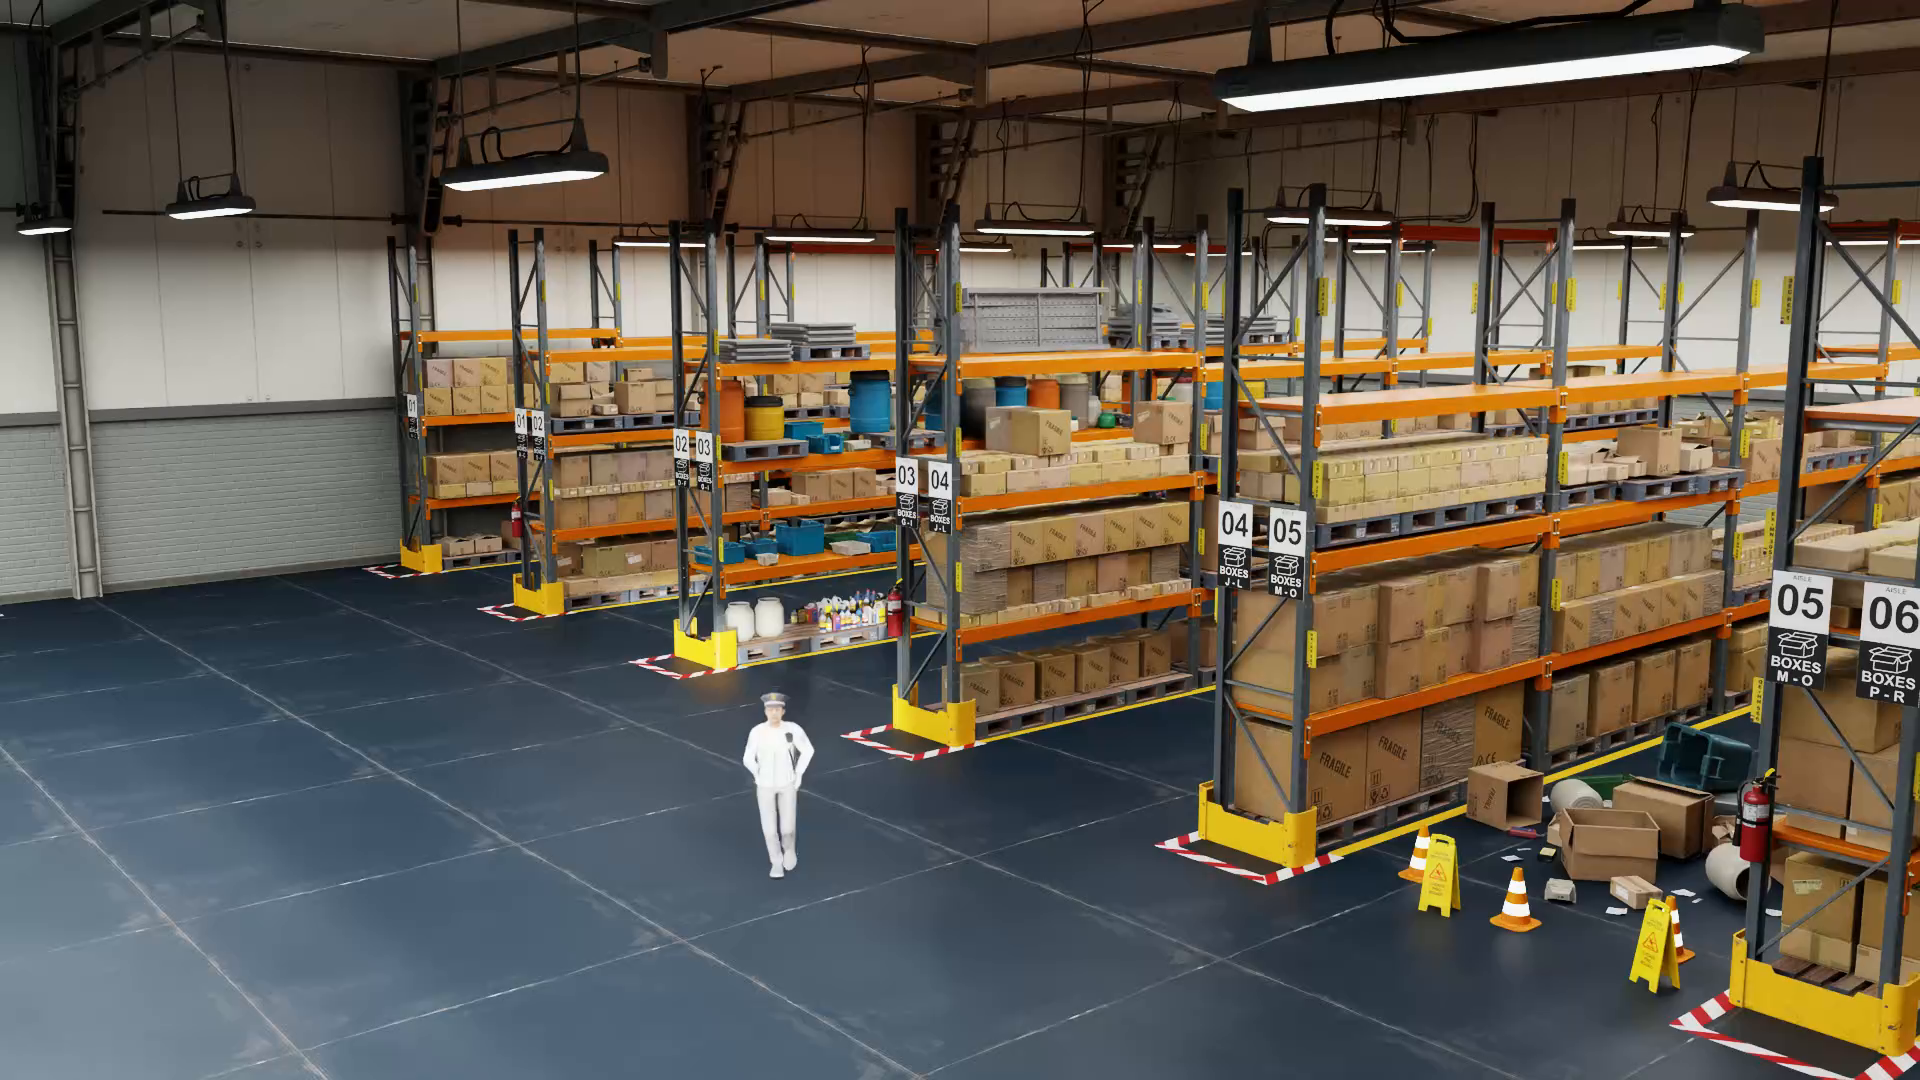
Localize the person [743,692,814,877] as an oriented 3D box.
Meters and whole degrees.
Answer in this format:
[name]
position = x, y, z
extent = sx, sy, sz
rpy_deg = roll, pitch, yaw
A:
[person]
position = -1.585, 2.140, 14.436
extent = 0.603, 1.654, 0.542
rpy_deg = 0, 9, -1
